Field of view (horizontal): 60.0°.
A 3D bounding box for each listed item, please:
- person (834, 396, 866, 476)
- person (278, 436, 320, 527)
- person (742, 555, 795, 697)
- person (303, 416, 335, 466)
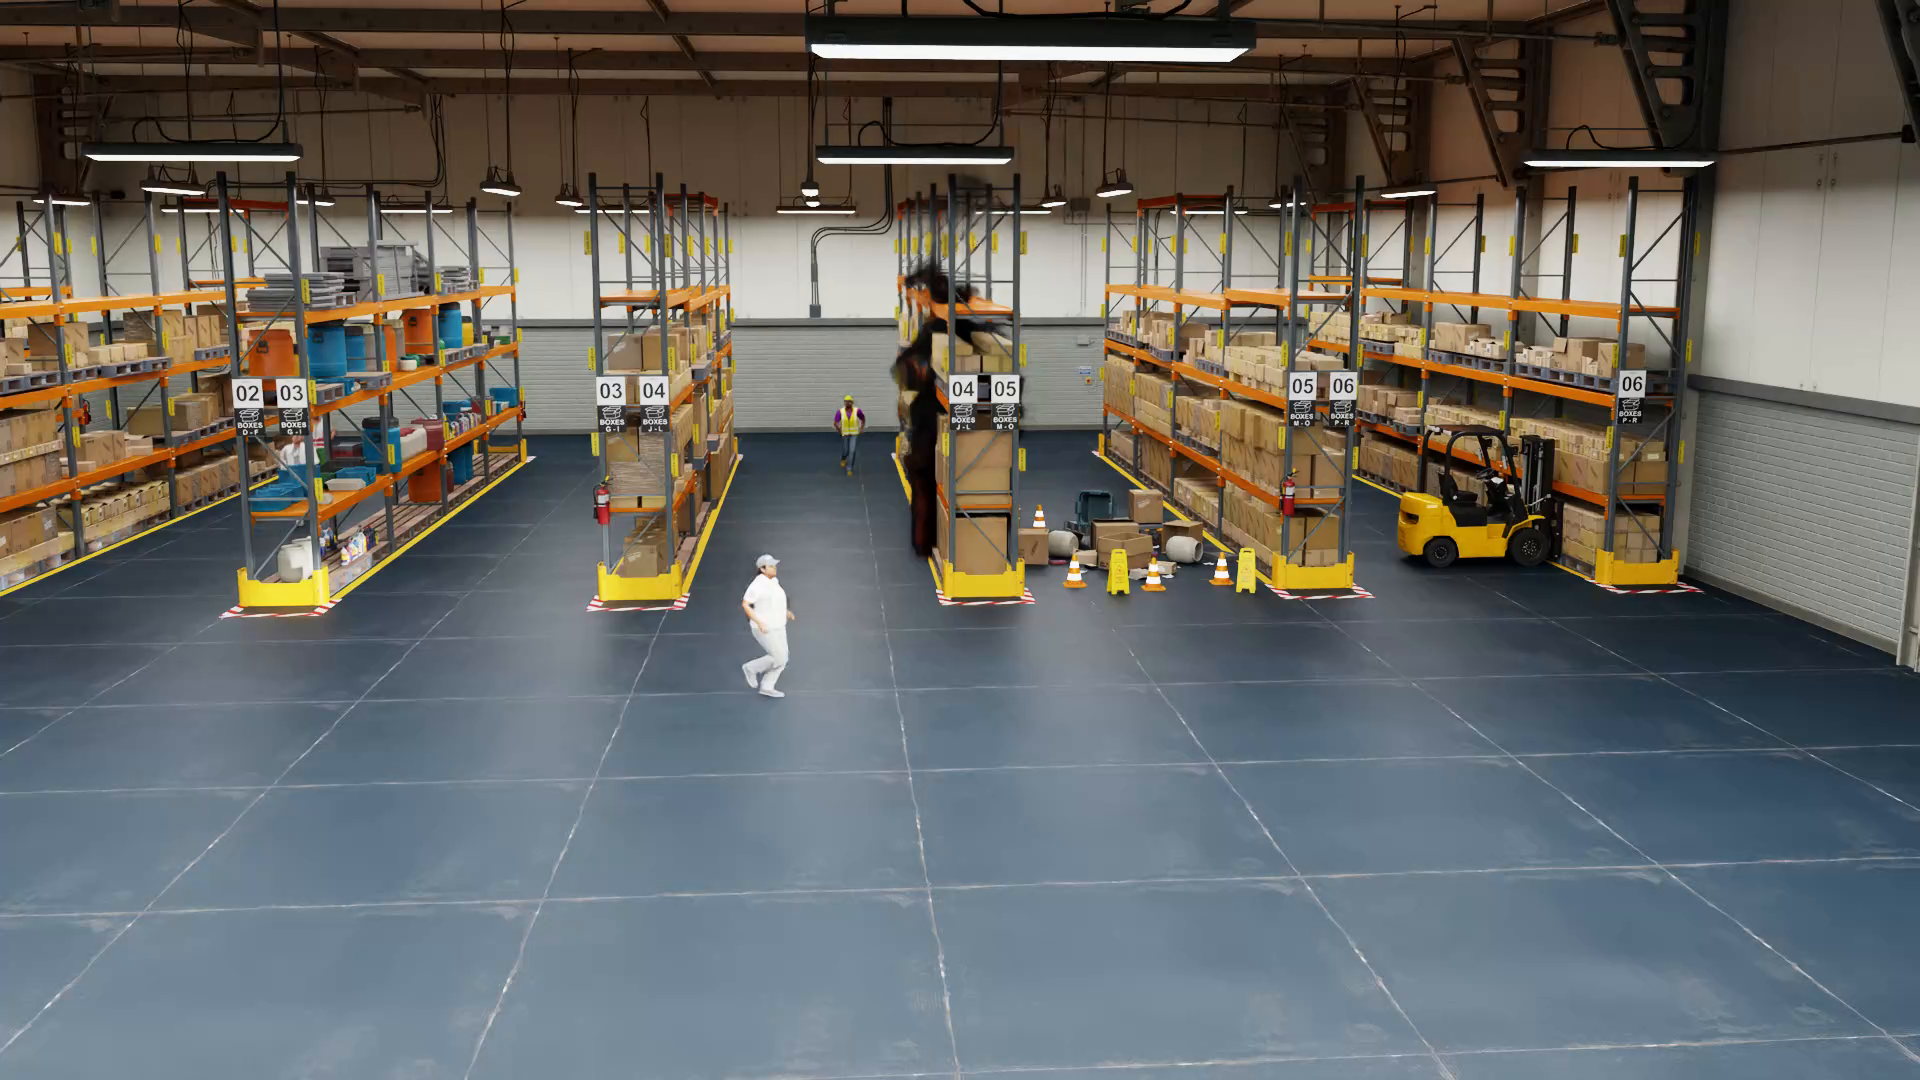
[{"bbox_3d":[-2.445,-2.333,36.975,0.707,1.757,0.803,-1,10,-3],"label":"person"},{"bbox_3d":[-11.962,-1.128,30.103,0.711,1.727,0.716,-2,10,-10],"label":"person"},{"bbox_3d":[-2.134,0.966,18.607,0.549,1.623,0.608,4,11,20],"label":"person"},{"bbox_3d":[-13.243,-1.891,34.287,0.640,1.750,0.604,-2,10,-12],"label":"person"}]
